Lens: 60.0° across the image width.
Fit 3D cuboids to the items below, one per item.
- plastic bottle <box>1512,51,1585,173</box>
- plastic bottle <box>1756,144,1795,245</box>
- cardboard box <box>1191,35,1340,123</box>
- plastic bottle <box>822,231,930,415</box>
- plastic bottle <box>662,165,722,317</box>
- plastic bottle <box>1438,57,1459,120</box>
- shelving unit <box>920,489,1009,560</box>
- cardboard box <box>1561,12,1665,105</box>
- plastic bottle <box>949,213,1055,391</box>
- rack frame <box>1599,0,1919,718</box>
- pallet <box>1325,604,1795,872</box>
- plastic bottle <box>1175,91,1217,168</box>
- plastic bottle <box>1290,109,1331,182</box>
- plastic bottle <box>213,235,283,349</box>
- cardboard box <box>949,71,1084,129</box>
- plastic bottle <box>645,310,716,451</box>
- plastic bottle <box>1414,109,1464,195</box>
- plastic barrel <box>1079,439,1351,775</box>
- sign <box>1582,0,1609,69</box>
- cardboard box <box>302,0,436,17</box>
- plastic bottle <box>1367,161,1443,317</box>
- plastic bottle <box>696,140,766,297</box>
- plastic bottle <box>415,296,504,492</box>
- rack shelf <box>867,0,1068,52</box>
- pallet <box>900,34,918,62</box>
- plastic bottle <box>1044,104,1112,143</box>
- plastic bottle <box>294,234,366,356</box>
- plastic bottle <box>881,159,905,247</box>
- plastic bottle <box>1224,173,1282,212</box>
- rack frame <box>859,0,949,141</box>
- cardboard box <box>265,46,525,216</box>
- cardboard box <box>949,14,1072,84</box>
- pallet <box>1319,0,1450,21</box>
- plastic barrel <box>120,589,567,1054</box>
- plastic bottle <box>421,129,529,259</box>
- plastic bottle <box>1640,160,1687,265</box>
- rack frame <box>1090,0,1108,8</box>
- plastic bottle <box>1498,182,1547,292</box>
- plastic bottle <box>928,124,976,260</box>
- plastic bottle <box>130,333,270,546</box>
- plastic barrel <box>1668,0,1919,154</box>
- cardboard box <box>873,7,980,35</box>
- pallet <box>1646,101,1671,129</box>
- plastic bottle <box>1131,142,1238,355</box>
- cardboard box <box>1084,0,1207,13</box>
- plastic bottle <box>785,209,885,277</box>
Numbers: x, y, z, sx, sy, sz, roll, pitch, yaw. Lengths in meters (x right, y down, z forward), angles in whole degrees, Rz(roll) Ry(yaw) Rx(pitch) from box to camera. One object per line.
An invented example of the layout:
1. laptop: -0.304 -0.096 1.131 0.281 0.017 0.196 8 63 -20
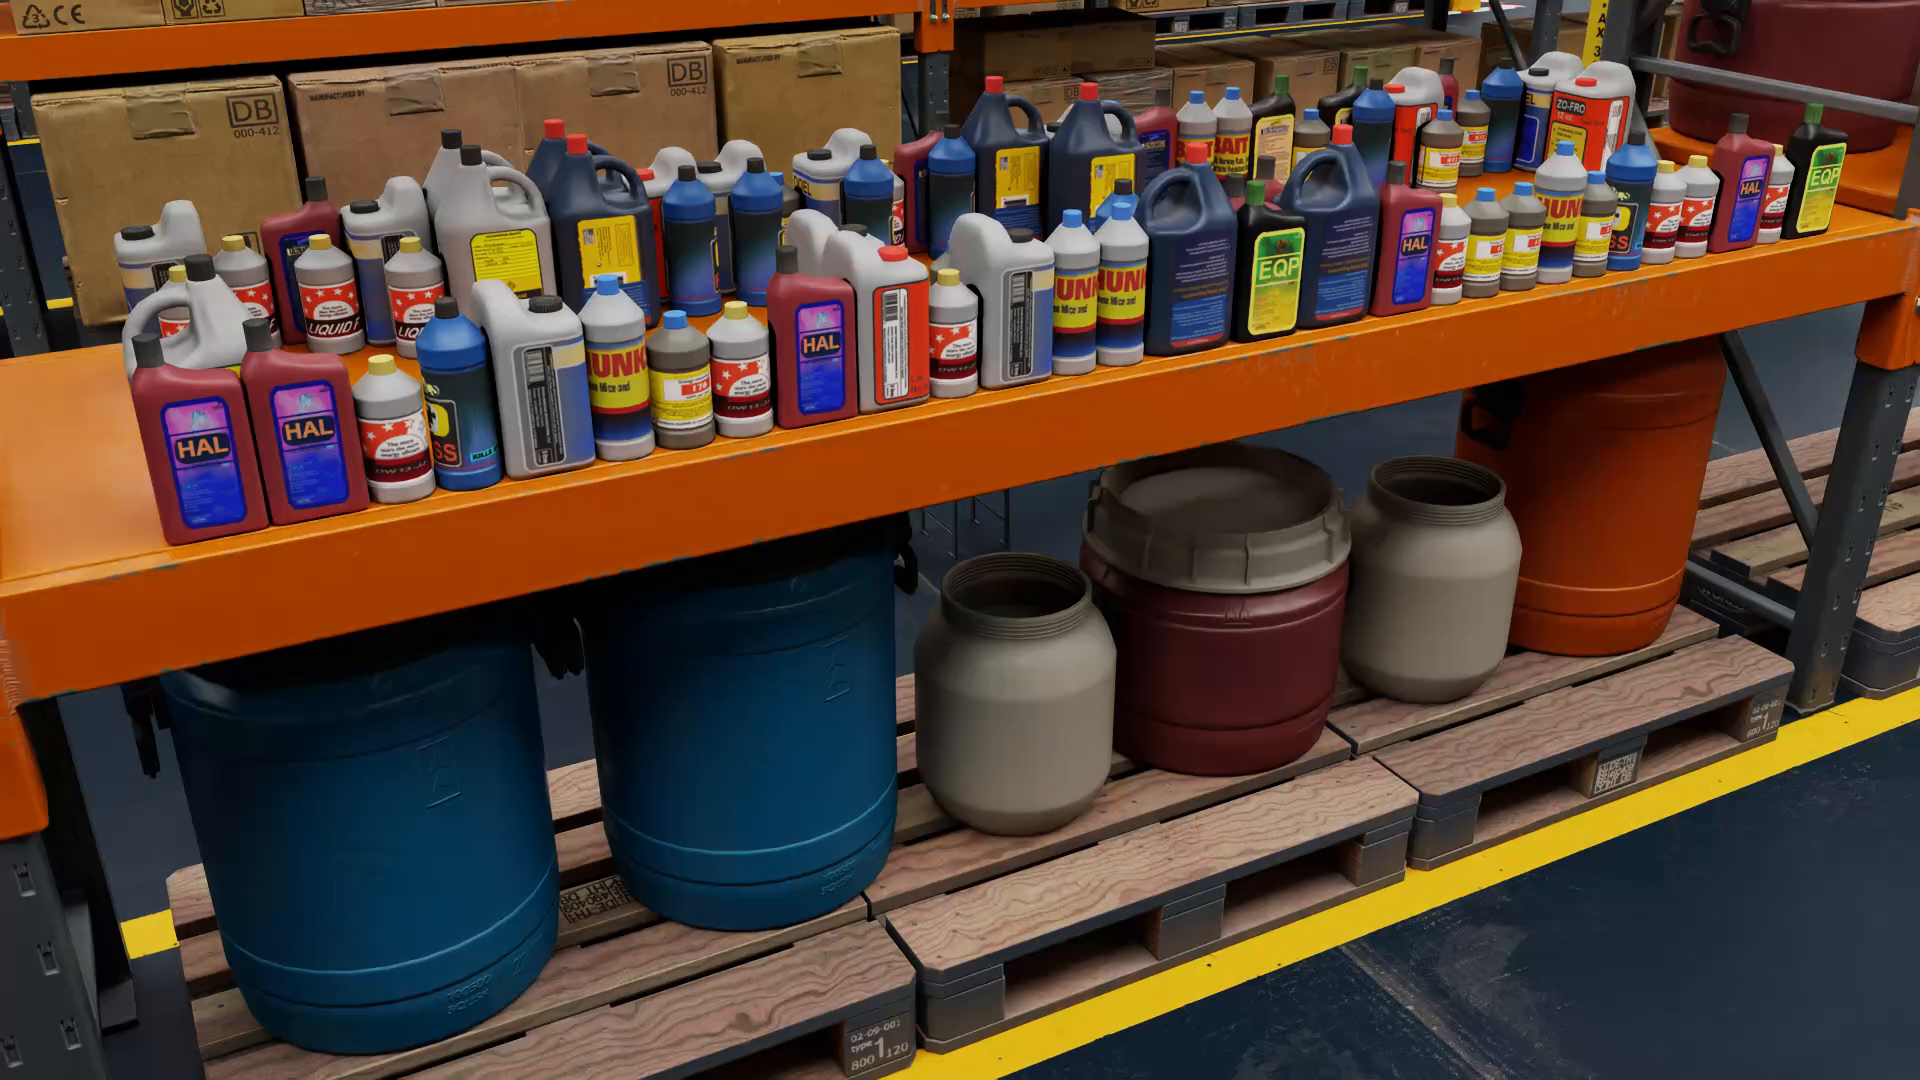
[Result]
1. plastic bottle: 1.457 -1.075 4.167 0.135 0.276 0.152 -13 29 -25
2. plastic bottle: 1.724 -0.744 3.564 0.097 0.201 0.097 0 26 0
3. cardboard box: 1.715 -2.553 9.481 0.500 0.500 0.700 -16 30 -29
4. plastic bottle: -0.134 -0.363 2.683 0.135 0.276 0.152 -13 29 -25
5. plastic bottle: -0.500 -0.560 3.100 0.097 0.271 0.097 0 26 0
6. plastic bottle: 1.146 -1.029 4.062 0.133 0.283 0.061 -13 29 -25
7. shelving unit: 0.013 -0.544 4.996 0.189 1.200 0.258 -13 29 -25
8. cardboard box: 4.063 -3.050 10.540 0.500 0.500 0.500 -4 26 -9
9. plastic bottle: 0.071 -0.410 2.781 0.135 0.276 0.152 -13 29 -25
10. rack frame: 1.991 -1.096 4.067 0.127 3.000 1.000 -13 29 -25
11. pallet: 1.315 0.338 4.303 1.213 0.211 1.003 -13 29 -25
12. plastic bottle: 0.526 -0.872 3.749 0.097 0.271 0.097 0 26 0
13. plastic bottle: 0.816 -0.907 3.903 0.097 0.201 0.097 0 26 0
14. plastic bottle: -1.253 -0.429 2.908 0.097 0.201 0.097 0 26 0
15. cardboard box: 0.242 -2.203 8.752 0.500 0.500 0.700 -15 29 -28
16. plastic bottle: -0.427 -0.248 2.530 0.097 0.201 0.097 0 26 0
17. plastic bottle: 1.124 -0.903 3.896 0.097 0.201 0.097 0 26 0
18. plastic barrel: 0.571 0.138 3.798 0.708 0.588 0.600 -13 29 -25
19. sign: 1.726 -1.378 4.466 0.005 0.325 0.100 -13 29 -25
20. cardboard box: -2.461 -2.420 6.710 0.500 0.500 0.500 -14 29 -26
21. plastic bottle: 0.826 -0.565 3.096 0.133 0.283 0.061 -13 29 -25
22. plastic bottle: -0.457 -0.633 3.247 0.135 0.276 0.152 -13 29 -25
23. plastic bottle: -0.717 -0.212 2.375 0.097 0.271 0.097 0 26 0
24. rack shelf: 1.425 -3.070 9.010 4.000 0.370 1.077 -13 29 -25
25. pallet: -0.778 -4.024 13.387 1.213 0.211 1.003 -13 29 -25
26. plastic bottle: 0.233 -0.793 3.579 0.135 0.276 0.152 -13 29 -25
27. plastic bottle: -1.107 -0.433 2.916 0.097 0.201 0.097 0 26 0
28. plastic bottle: -0.163 -0.681 3.432 0.097 0.201 0.097 0 26 0
29. plastic bottle: 0.517 -0.523 3.009 0.133 0.283 0.061 -13 29 -25
30. rack frame: -0.340 -2.987 8.006 0.127 3.000 1.000 -13 29 -25
31. cardboard box: -2.526 -1.724 7.346 0.875 0.875 1.225 -14 29 -27
32. cardboard box: 0.237 -2.545 8.598 0.500 0.250 0.500 -12 28 -23
33. pallet: 3.806 -5.082 15.590 1.213 0.211 1.003 -13 29 -25
34. plastic barrel: -1.050 0.371 2.950 0.708 0.901 0.600 -13 29 -25
35. plastic bottle: -0.881 -0.571 3.031 0.185 0.351 0.144 -13 29 -25
36. plastic bottle: 1.435 -0.678 3.425 0.097 0.201 0.097 0 26 0
37. rack frame: 0.945 -5.717 13.691 0.127 3.000 1.000 -13 29 -25
38. plastic bottle: 1.091 -0.598 3.260 0.097 0.201 0.097 0 26 0
39. plastic bottle: -0.016 -0.717 3.426 0.097 0.271 0.097 0 26 0
40. plastic bottle: -1.014 -0.140 2.211 0.133 0.283 0.061 -13 29 -25
41. plastic barrel: 2.258 -1.367 4.475 0.708 0.536 0.600 -13 29 -25
42. cardboard box: -0.413 -4.536 13.346 0.750 0.750 1.050 -13 29 -25
43. pallet: 3.766 -2.695 10.620 1.213 0.211 1.003 -13 29 -25
44. plastic bottle: 0.386 -0.514 2.912 0.185 0.351 0.144 -13 29 -25
45. cardboard box: 1.533 -5.050 14.272 0.875 0.875 0.875 -13 28 -24
46. plastic bottle: -0.205 -0.421 2.804 0.135 0.276 0.152 -13 29 -25
